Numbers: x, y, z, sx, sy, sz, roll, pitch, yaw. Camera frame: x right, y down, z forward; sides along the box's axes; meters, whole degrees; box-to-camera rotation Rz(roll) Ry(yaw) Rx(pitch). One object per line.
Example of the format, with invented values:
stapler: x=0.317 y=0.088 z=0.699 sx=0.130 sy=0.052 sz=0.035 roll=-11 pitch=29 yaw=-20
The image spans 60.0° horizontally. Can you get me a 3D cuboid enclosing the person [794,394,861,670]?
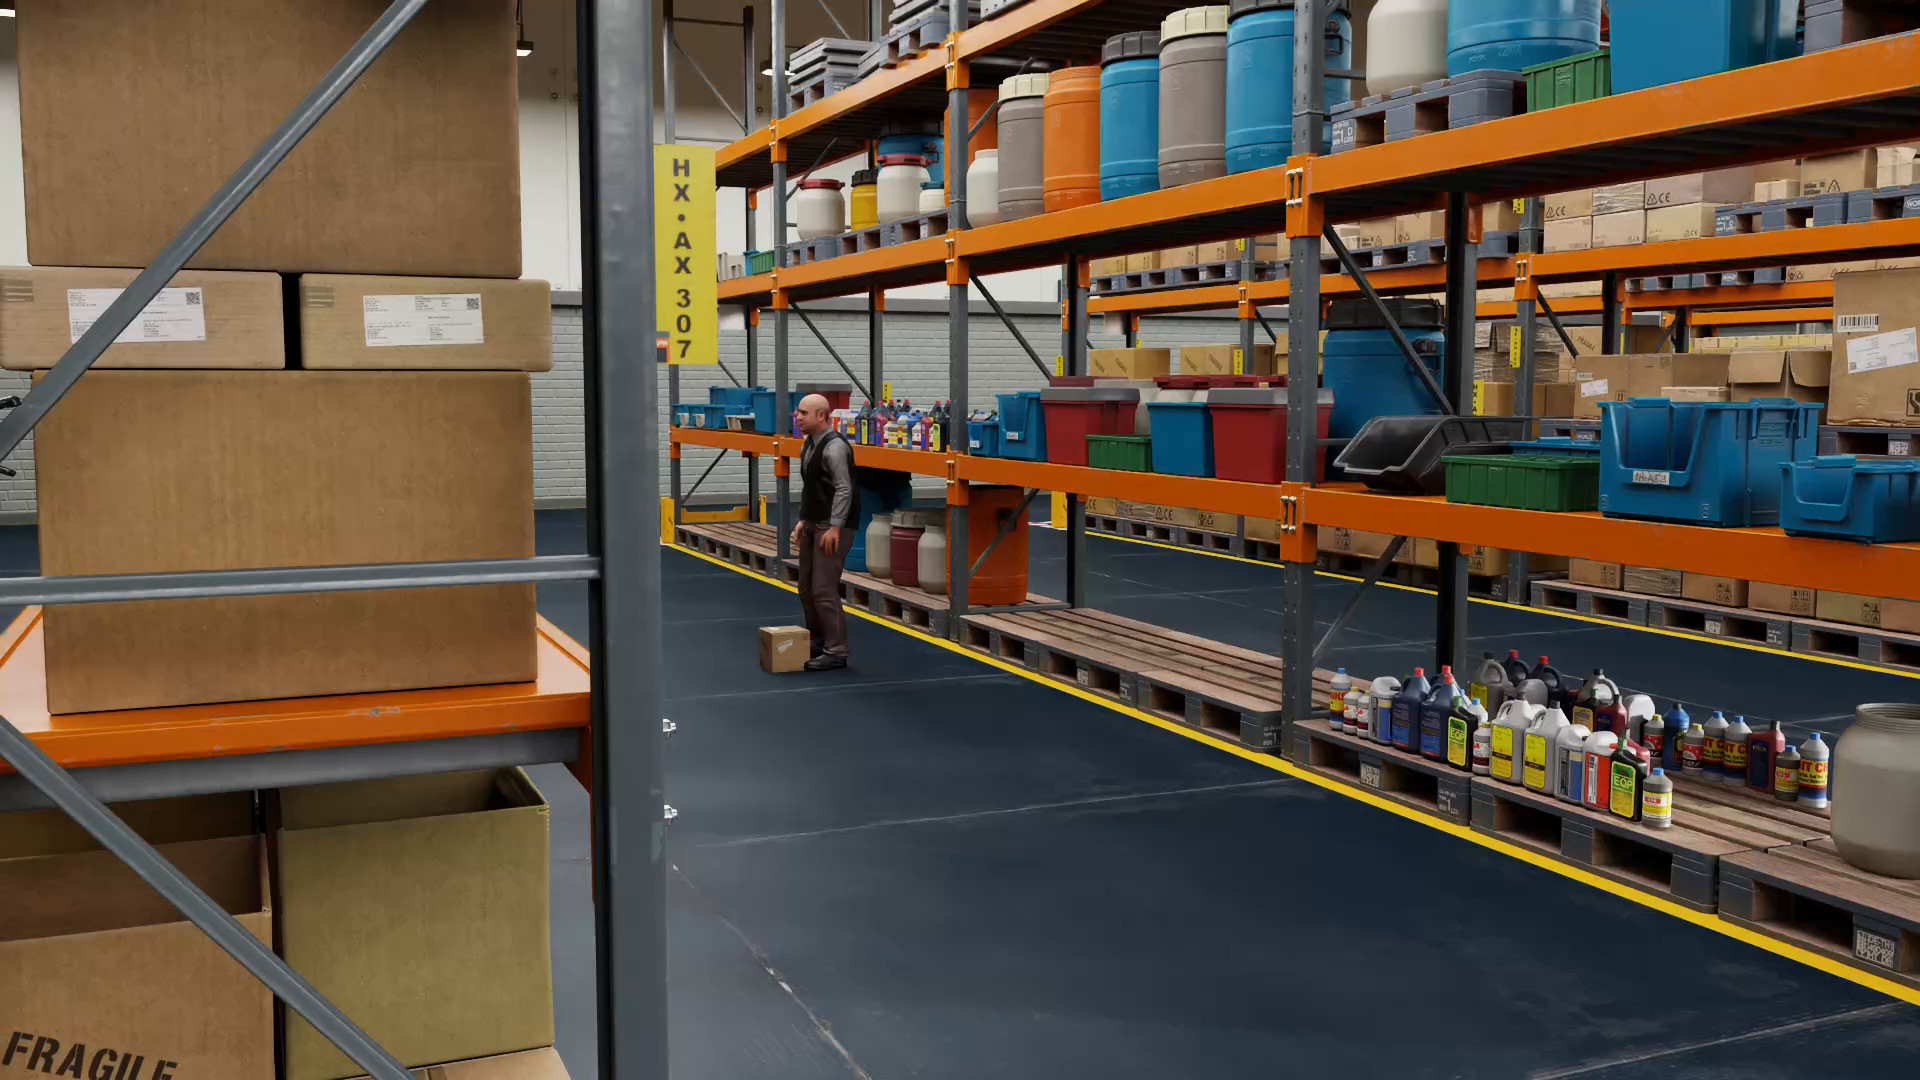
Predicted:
person: x=-0.847 y=-0.059 z=10.500 sx=0.411 sy=1.722 sz=0.593 roll=-3 pitch=6 yaw=-26
